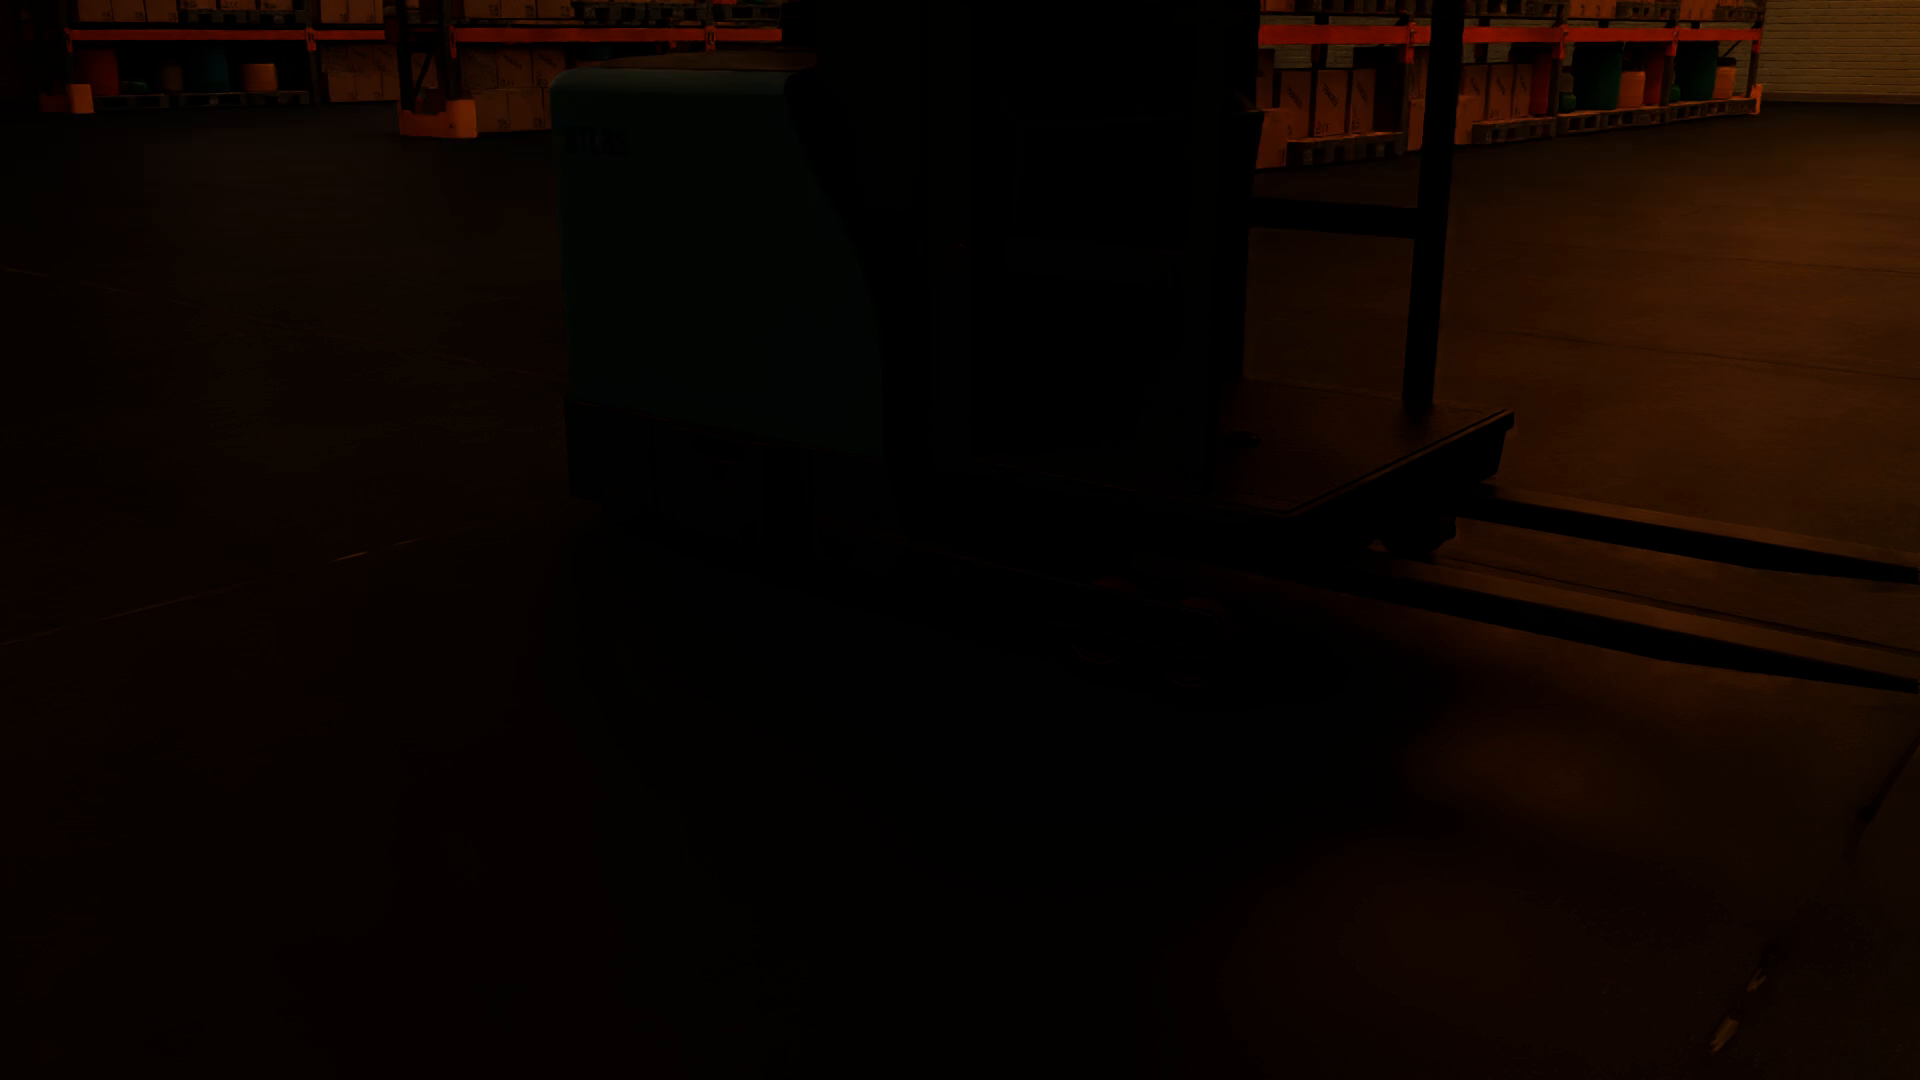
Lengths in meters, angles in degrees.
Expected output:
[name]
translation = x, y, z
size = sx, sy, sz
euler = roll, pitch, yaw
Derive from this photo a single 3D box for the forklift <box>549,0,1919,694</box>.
[forklift]
translation = 0.515, -1.305, 3.196
size = 3.031, 2.935, 1.130
euler = 13, 21, 36
